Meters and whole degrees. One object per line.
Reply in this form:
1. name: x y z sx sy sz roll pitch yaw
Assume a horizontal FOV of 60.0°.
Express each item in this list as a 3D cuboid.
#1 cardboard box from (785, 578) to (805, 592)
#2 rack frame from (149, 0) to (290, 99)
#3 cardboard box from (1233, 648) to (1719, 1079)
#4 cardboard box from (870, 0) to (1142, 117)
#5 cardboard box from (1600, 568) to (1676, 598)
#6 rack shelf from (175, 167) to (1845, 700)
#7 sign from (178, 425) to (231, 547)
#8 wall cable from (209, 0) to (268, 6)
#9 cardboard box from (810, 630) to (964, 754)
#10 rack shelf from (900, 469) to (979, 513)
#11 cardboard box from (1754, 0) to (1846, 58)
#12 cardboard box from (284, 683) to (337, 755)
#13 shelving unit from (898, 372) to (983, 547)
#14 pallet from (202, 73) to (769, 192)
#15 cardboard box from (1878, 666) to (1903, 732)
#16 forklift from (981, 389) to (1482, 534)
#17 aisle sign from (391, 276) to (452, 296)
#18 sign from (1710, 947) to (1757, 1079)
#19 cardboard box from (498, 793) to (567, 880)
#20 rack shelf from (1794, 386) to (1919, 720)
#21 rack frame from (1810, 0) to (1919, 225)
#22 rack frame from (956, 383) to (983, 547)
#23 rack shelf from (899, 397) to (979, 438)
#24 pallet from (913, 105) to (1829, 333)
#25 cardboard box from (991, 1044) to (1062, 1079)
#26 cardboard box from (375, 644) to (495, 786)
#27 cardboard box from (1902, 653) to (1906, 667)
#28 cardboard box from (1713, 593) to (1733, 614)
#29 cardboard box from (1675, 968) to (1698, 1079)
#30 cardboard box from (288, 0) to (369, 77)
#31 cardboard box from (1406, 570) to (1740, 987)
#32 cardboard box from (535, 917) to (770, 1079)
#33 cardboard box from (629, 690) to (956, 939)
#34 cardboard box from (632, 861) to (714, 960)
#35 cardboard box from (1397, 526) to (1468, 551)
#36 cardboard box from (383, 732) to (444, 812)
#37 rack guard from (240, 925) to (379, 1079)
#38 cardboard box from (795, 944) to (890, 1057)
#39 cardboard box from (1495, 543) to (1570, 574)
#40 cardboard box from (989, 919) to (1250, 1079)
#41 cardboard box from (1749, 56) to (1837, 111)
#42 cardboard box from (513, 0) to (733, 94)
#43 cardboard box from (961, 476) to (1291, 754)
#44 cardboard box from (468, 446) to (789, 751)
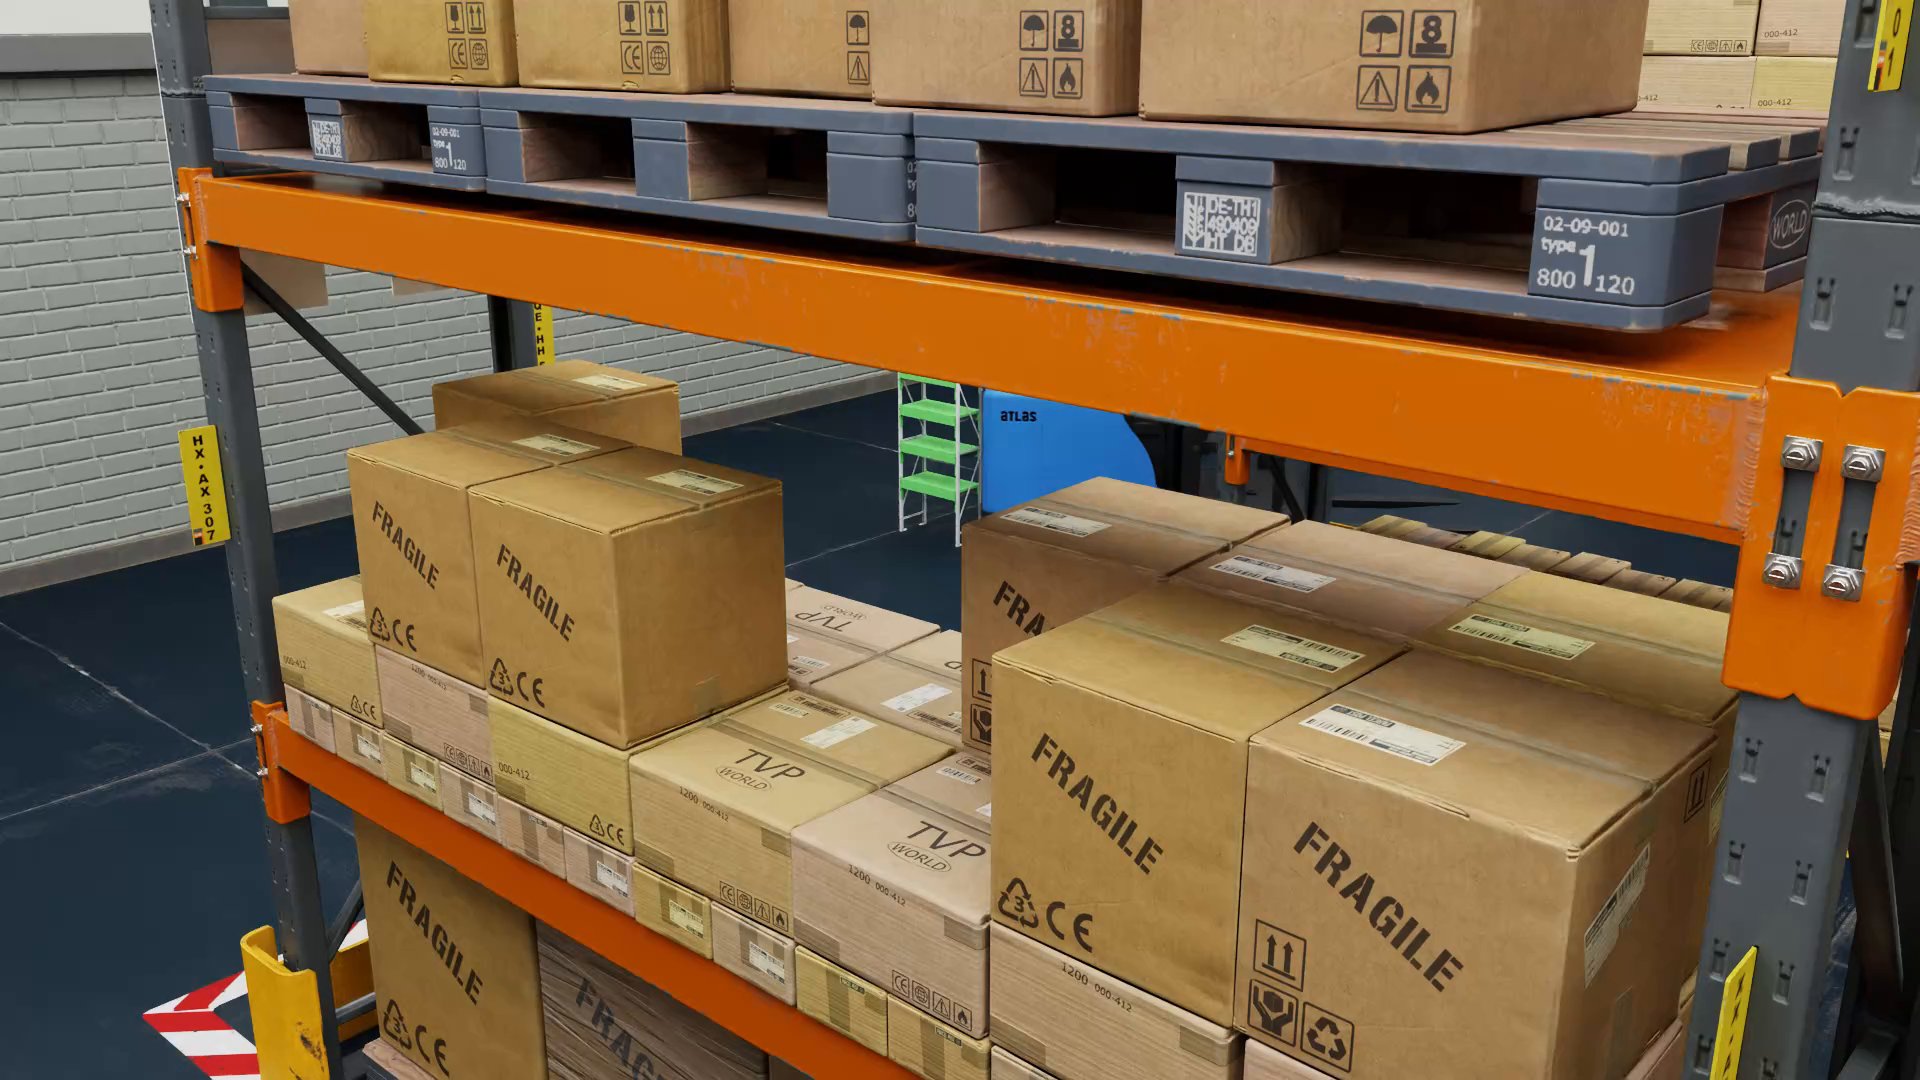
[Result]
1. cardboard box: -0.780 0.247 4.631 0.500 0.250 0.500 15 23 38
2. rack frame: -1.697 -2.681 4.184 0.127 3.000 1.000 15 23 39
3. cardboard box: 0.773 0.522 2.525 0.500 0.500 0.500 16 24 41
4. cardboard box: 0.270 -0.996 2.809 0.500 0.500 0.700 17 24 42
5. cardboard box: 3.176 0.273 7.829 0.250 0.149 0.380 14 22 37
6. rack shelf: -0.201 -0.507 3.481 4.000 0.370 1.077 15 23 39
7. sign: -2.070 -0.148 4.557 0.005 0.325 0.100 15 23 39
8. wall cable: -3.639 -6.130 9.732 0.120 5.999 2.277 15 23 39
9. cardboard box: -0.006 0.453 3.982 0.500 0.250 0.500 15 23 39
10. rack shelf: -0.124 -0.315 10.627 0.480 0.148 0.258 15 23 39
11. cardboard box: 3.374 -1.963 6.301 0.500 0.250 0.500 16 24 41
12. cardboard box: -1.651 0.444 4.670 0.250 0.149 0.380 15 23 40
13. shelving unit: -0.124 -0.605 10.535 0.503 1.200 0.258 15 23 39
14. pallet: -1.135 -1.063 4.189 1.213 0.211 1.003 15 23 39
15. cardboard box: 3.815 0.651 6.636 0.250 0.149 0.380 15 23 39
16. forklift: 1.672 -1.378 10.108 3.031 2.935 1.130 1 18 5
17. aisle sign: -1.552 -1.143 4.958 0.004 0.787 0.394 15 23 39
18. sign: 0.927 0.657 2.021 0.005 0.325 0.100 15 23 39
19. cardboard box: -0.881 0.650 4.021 0.250 0.149 0.380 14 23 38
20. rack shelf: 2.791 0.296 0.951 4.000 0.370 1.077 15 23 39
21. rack frame: 1.295 -1.878 1.654 0.127 3.000 1.000 15 23 39
22. rack frame: 0.059 -0.556 10.381 0.015 1.200 0.240 15 23 39
23. rack shelf: -0.124 -0.773 10.482 0.480 0.148 0.258 15 23 39
24. pallet: 0.690 -0.573 2.646 1.213 0.211 1.003 15 23 39
25. cardboard box: 0.272 0.959 3.046 0.250 0.149 0.380 16 23 40
26. cardboard box: -1.124 0.368 4.249 0.500 0.250 0.500 15 23 39
27. cardboard box: 4.154 0.530 7.018 0.250 0.149 0.380 15 23 39
28. cardboard box: 3.549 0.377 7.499 0.250 0.149 0.380 14 22 37
29. cardboard box: 1.117 0.757 3.023 0.500 0.250 0.500 15 23 38
30. cardboard box: -1.273 -1.455 4.253 0.500 0.500 0.700 13 22 36
31. cardboard box: 1.106 0.400 2.911 0.500 0.500 0.500 15 23 39
32. cardboard box: -0.485 1.284 4.426 0.875 0.875 0.875 15 23 39
33. cardboard box: -0.357 0.573 3.602 0.500 0.250 0.500 14 23 38
34. cardboard box: -0.499 0.752 3.698 0.250 0.149 0.380 14 23 38
35. cardboard box: 2.385 0.064 8.487 0.250 0.149 0.380 16 23 40
36. cardboard box: -1.266 0.546 4.347 0.250 0.149 0.380 14 23 38
37. rack guard: -1.715 1.365 5.485 0.348 0.500 1.175 15 23 39
38. cardboard box: -0.112 0.856 3.371 0.250 0.149 0.380 15 23 38
39. cardboard box: 2.814 0.153 8.205 0.250 0.149 0.380 14 22 37
40. cardboard box: 0.402 0.778 2.957 0.500 0.250 0.500 16 24 41
41. cardboard box: 3.370 -1.721 6.365 0.500 0.250 0.500 15 23 39
42. cardboard box: -0.513 -1.222 3.519 0.500 0.500 0.700 13 22 36
43. cardboard box: 0.351 0.195 3.553 0.500 0.500 0.500 14 22 38
44. cardboard box: -0.752 0.111 3.820 0.500 0.500 0.500 14 23 38
